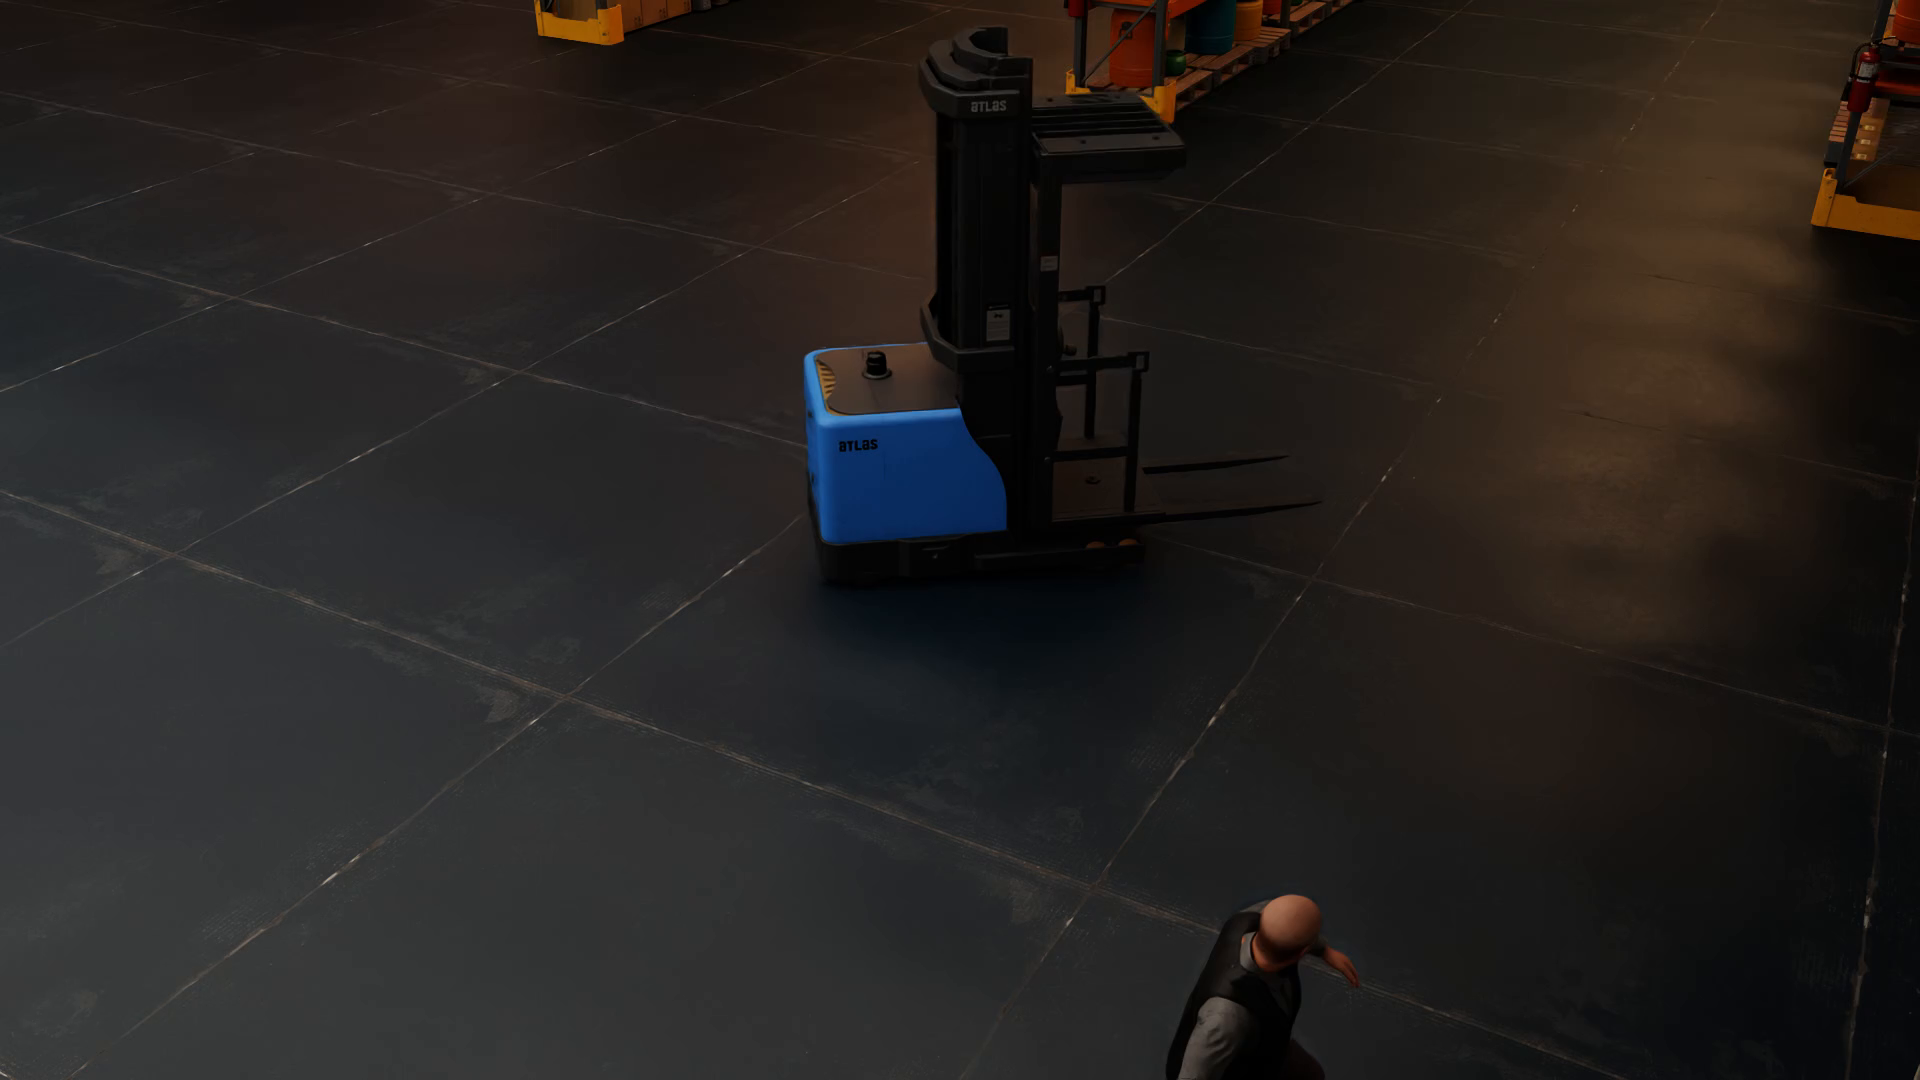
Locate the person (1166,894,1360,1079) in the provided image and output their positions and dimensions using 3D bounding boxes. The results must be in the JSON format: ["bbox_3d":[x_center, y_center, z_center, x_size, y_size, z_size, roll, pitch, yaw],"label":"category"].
[{"bbox_3d":[0.907,1.790,5.412,0.537,1.633,1.160,16,34,26],"label":"person"}]

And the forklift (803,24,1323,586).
[{"bbox_3d":[0.628,-1.348,9.407,3.031,2.935,1.130,-5,30,-8],"label":"forklift"}]
